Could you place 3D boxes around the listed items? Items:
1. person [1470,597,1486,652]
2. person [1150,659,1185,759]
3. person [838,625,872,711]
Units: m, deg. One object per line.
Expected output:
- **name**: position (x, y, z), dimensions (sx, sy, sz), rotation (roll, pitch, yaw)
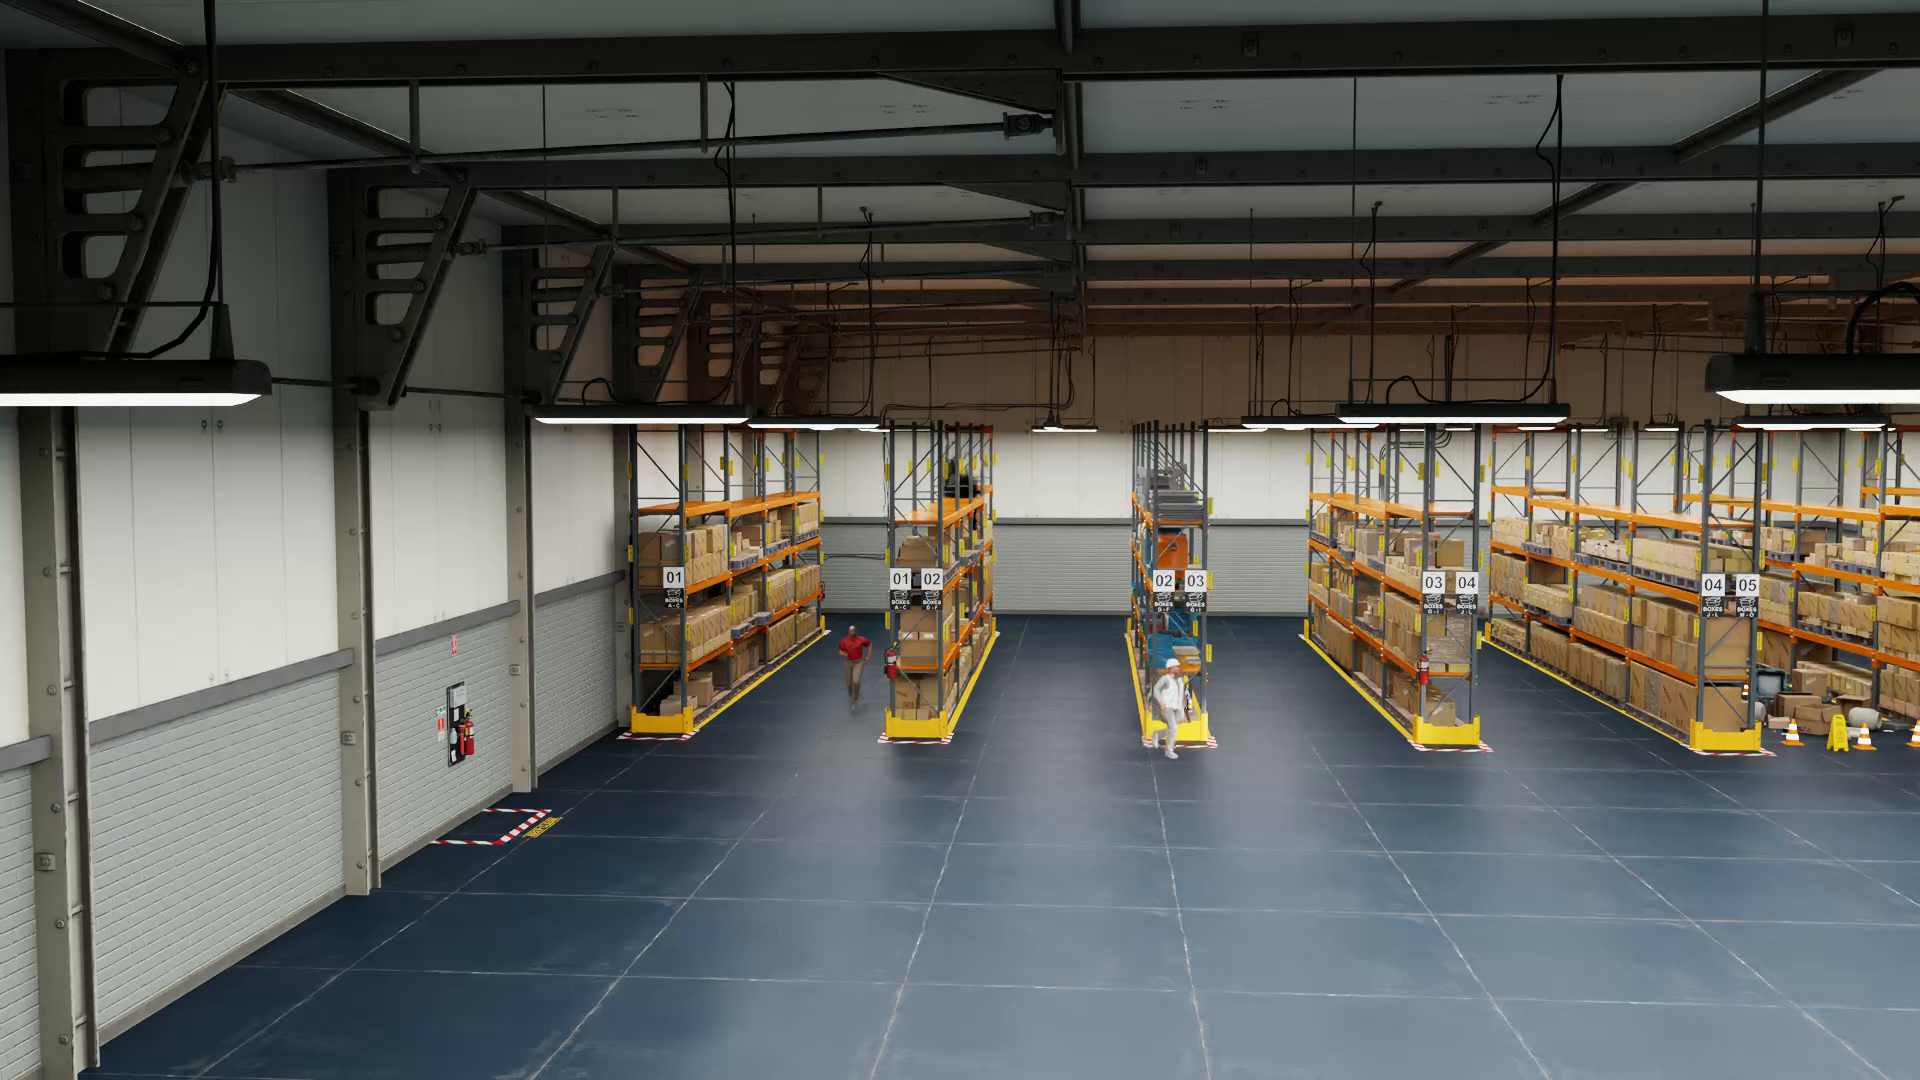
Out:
- **person**: position (13.314, 2.186, 43.200), dimensions (0.594, 1.603, 0.880), rotation (0, 4, -4)
- **person**: position (3.750, 2.987, 29.769), dimensions (0.700, 1.727, 0.743), rotation (-3, 5, -43)
- **person**: position (-2.227, 2.678, 34.910), dimensions (0.670, 1.776, 0.822), rotation (1, 4, 10)
